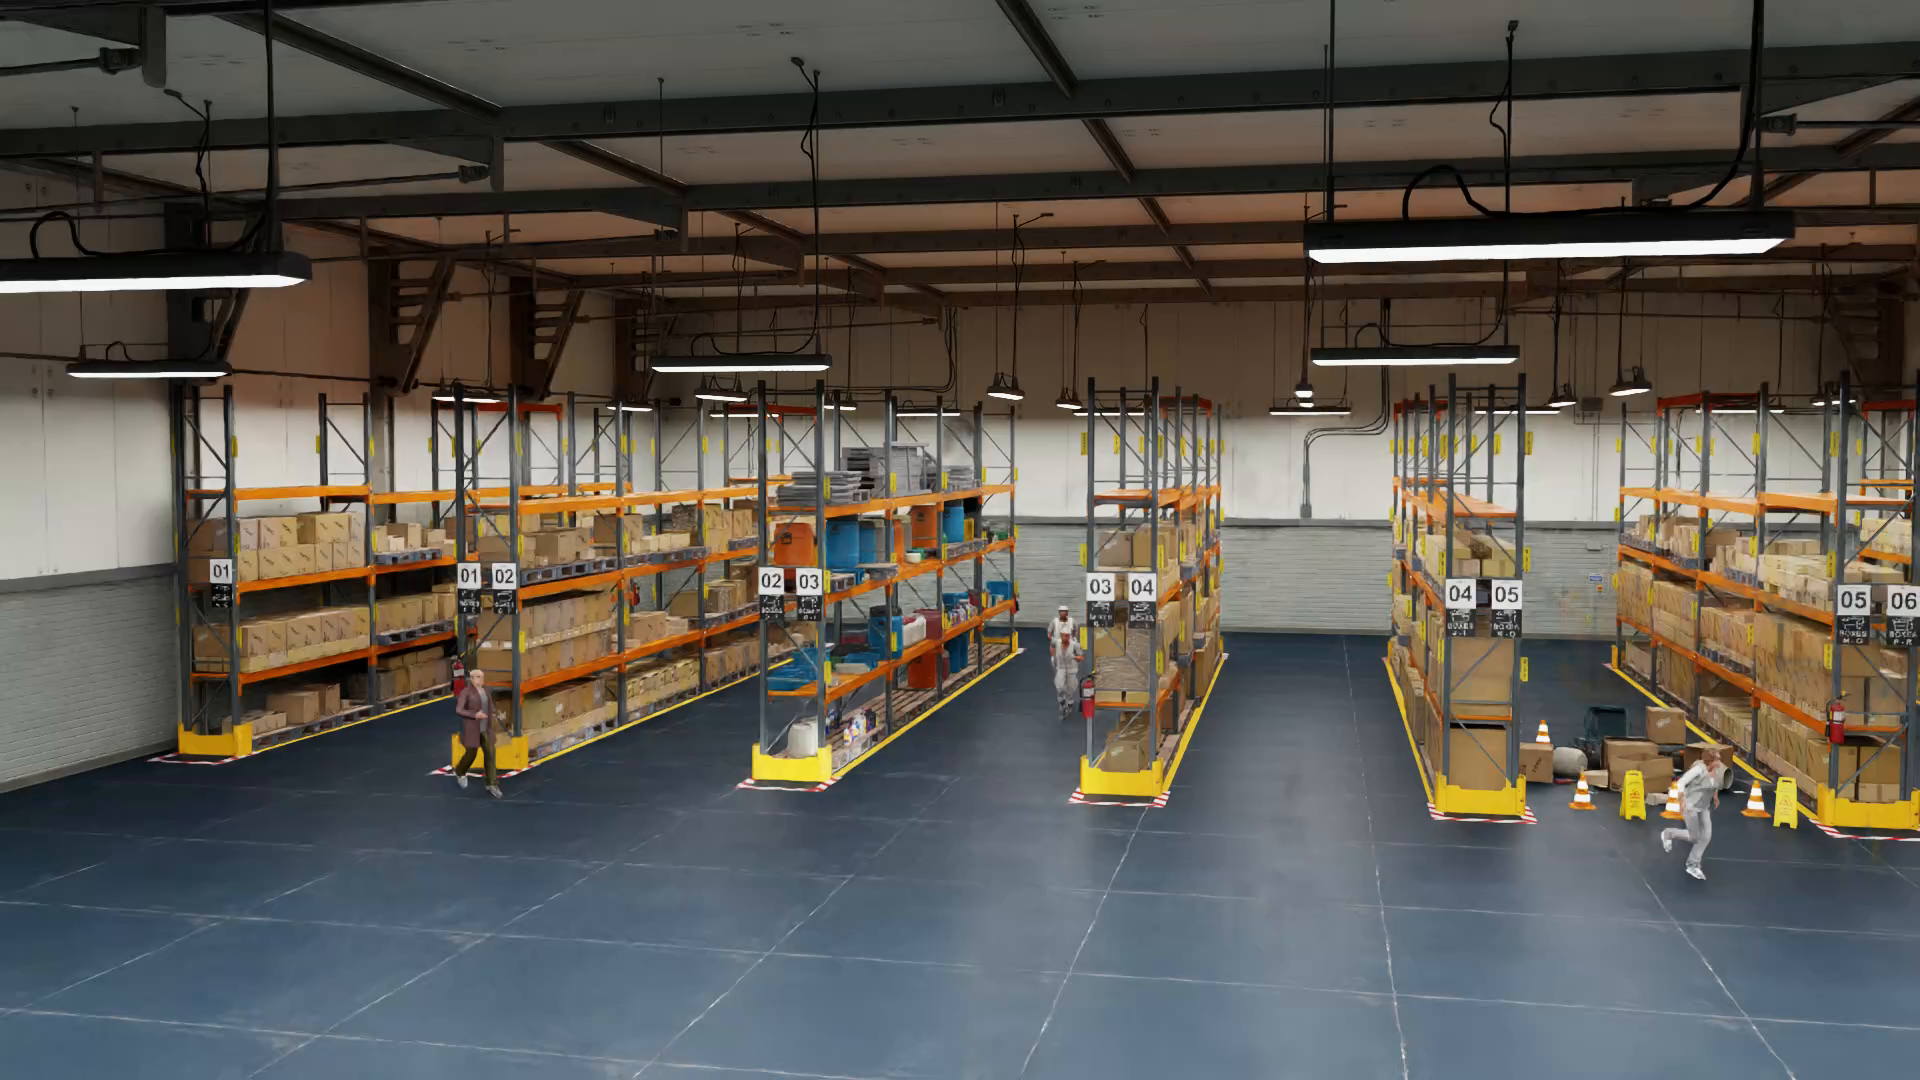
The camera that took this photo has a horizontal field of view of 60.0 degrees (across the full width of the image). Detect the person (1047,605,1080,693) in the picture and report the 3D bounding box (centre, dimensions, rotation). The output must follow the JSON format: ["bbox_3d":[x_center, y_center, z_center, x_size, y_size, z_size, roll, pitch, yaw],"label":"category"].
[{"bbox_3d":[2.126,2.215,34.182,0.683,1.765,0.849,0,3,0],"label":"person"}]

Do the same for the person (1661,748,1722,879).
[{"bbox_3d":[8.592,3.167,19.531,0.536,1.542,0.768,-2,4,-29],"label":"person"}]

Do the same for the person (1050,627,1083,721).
[{"bbox_3d":[1.935,2.425,30.295,0.643,1.725,0.924,0,3,8],"label":"person"}]

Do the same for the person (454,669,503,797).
[{"bbox_3d":[-6.970,2.759,23.988,1.008,1.815,0.726,3,4,41],"label":"person"}]
